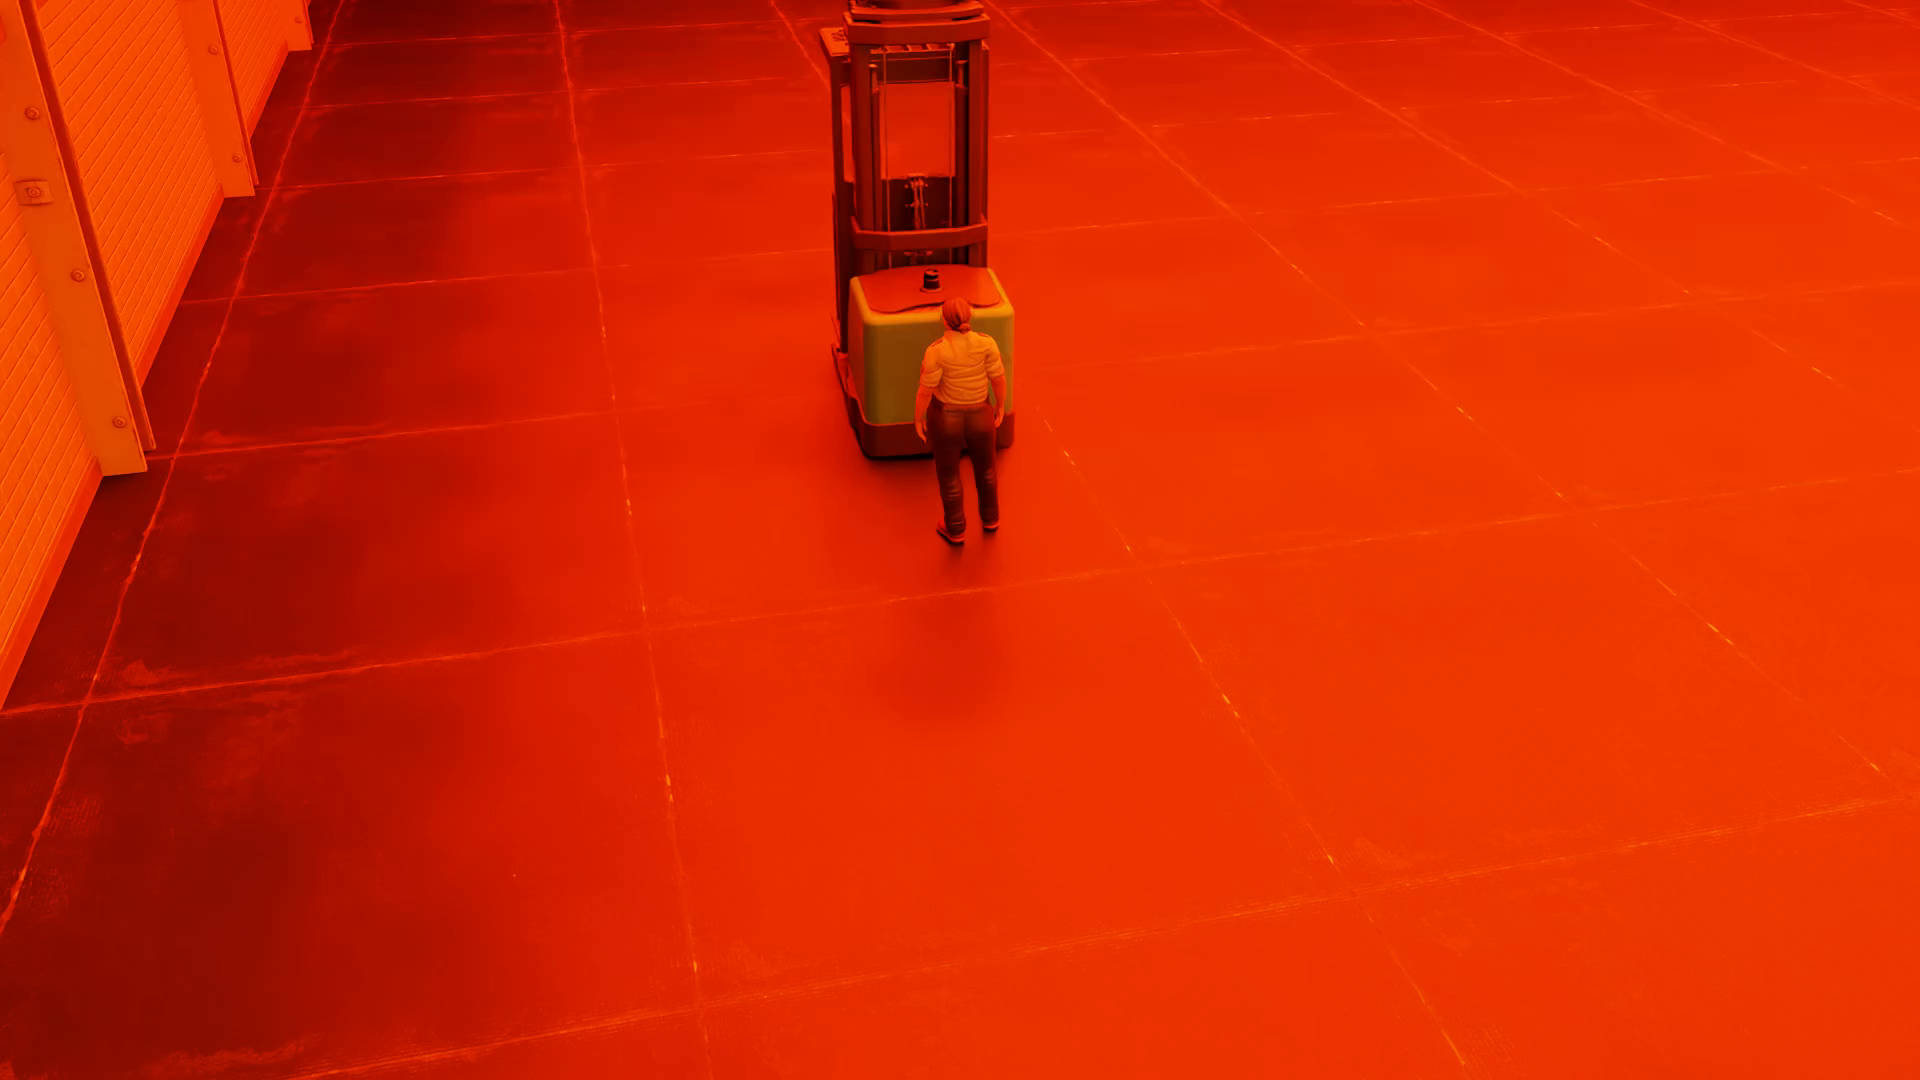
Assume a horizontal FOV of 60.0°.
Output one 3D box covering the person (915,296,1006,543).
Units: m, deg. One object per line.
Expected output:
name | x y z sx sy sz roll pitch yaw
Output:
person | 0.001 -0.761 10.166 0.598 1.638 0.503 -7 31 -12

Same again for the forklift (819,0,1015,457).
forklift | -0.387 -2.557 11.992 1.130 2.935 3.031 -5 30 -9
